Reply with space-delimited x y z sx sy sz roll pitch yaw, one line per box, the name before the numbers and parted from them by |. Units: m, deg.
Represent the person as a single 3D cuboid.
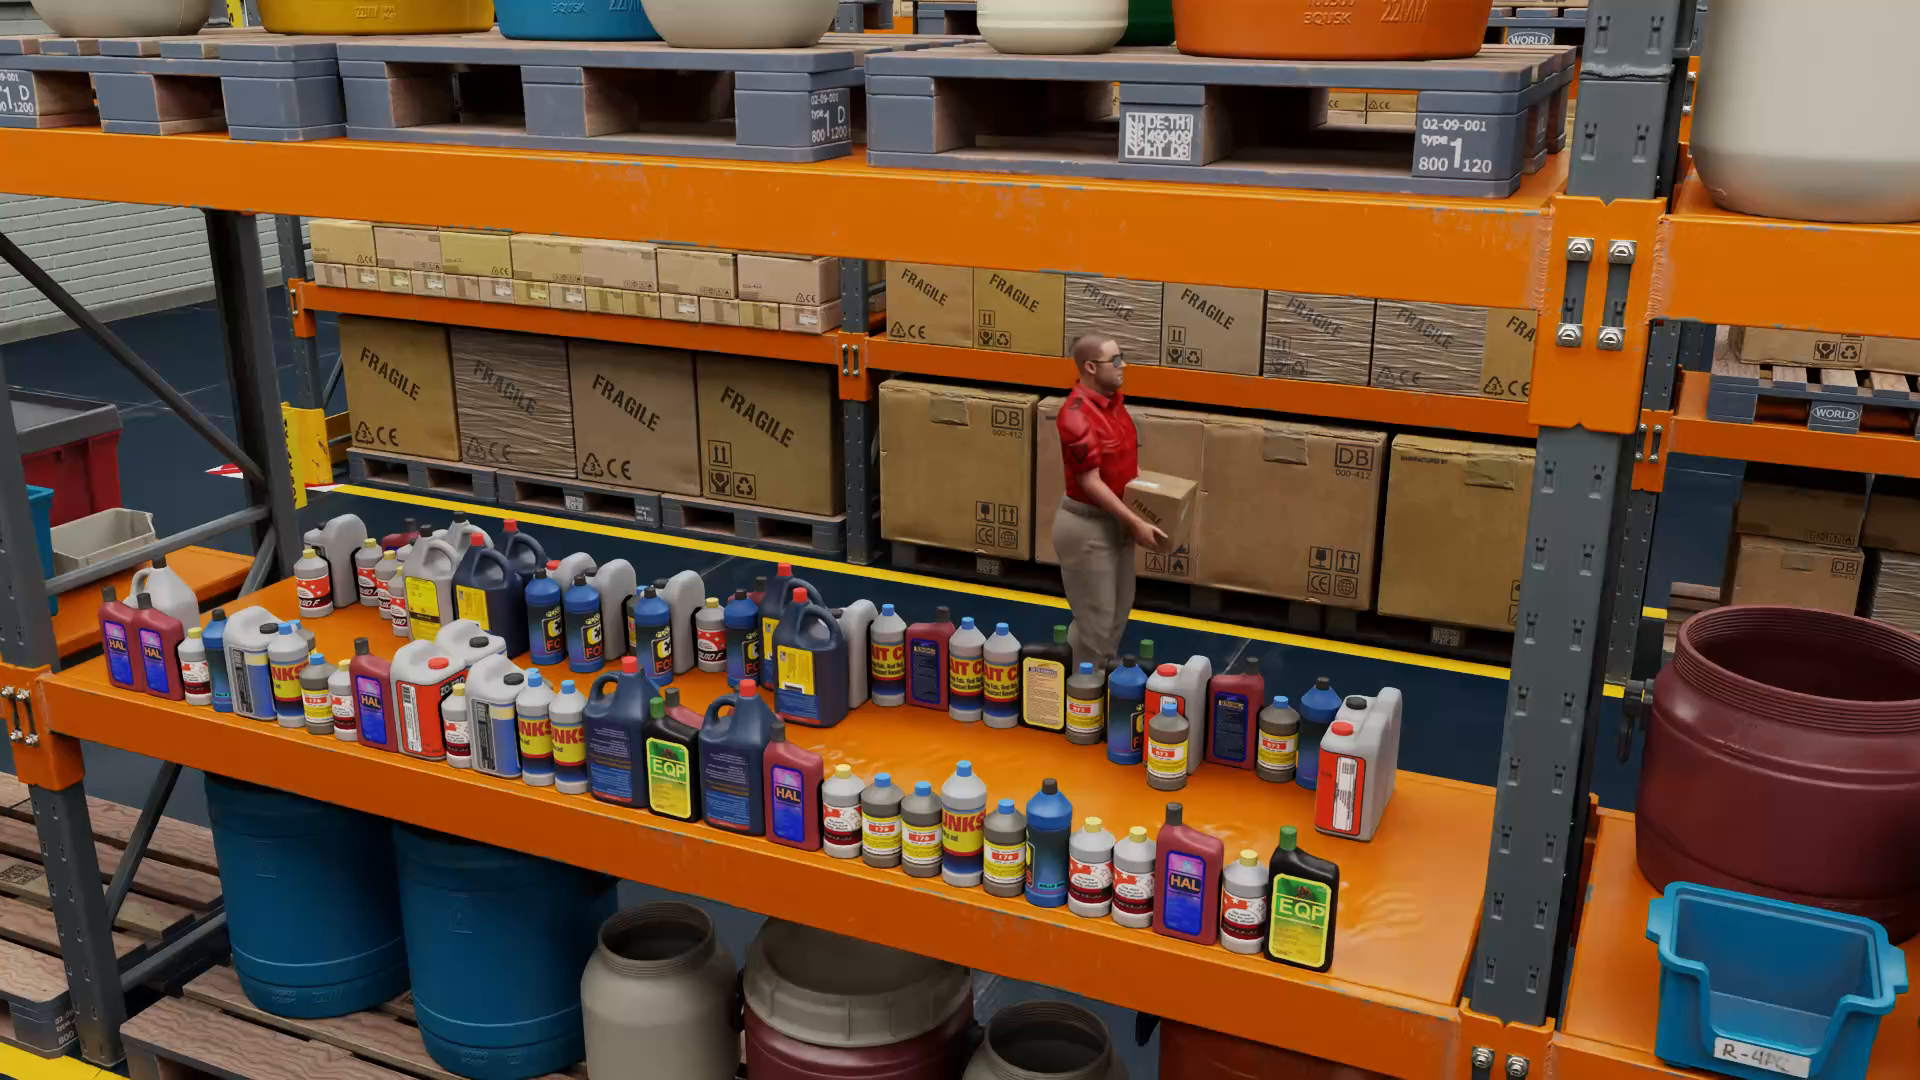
person | 0.683 -0.028 7.169 0.530 1.725 0.514 8 21 23
